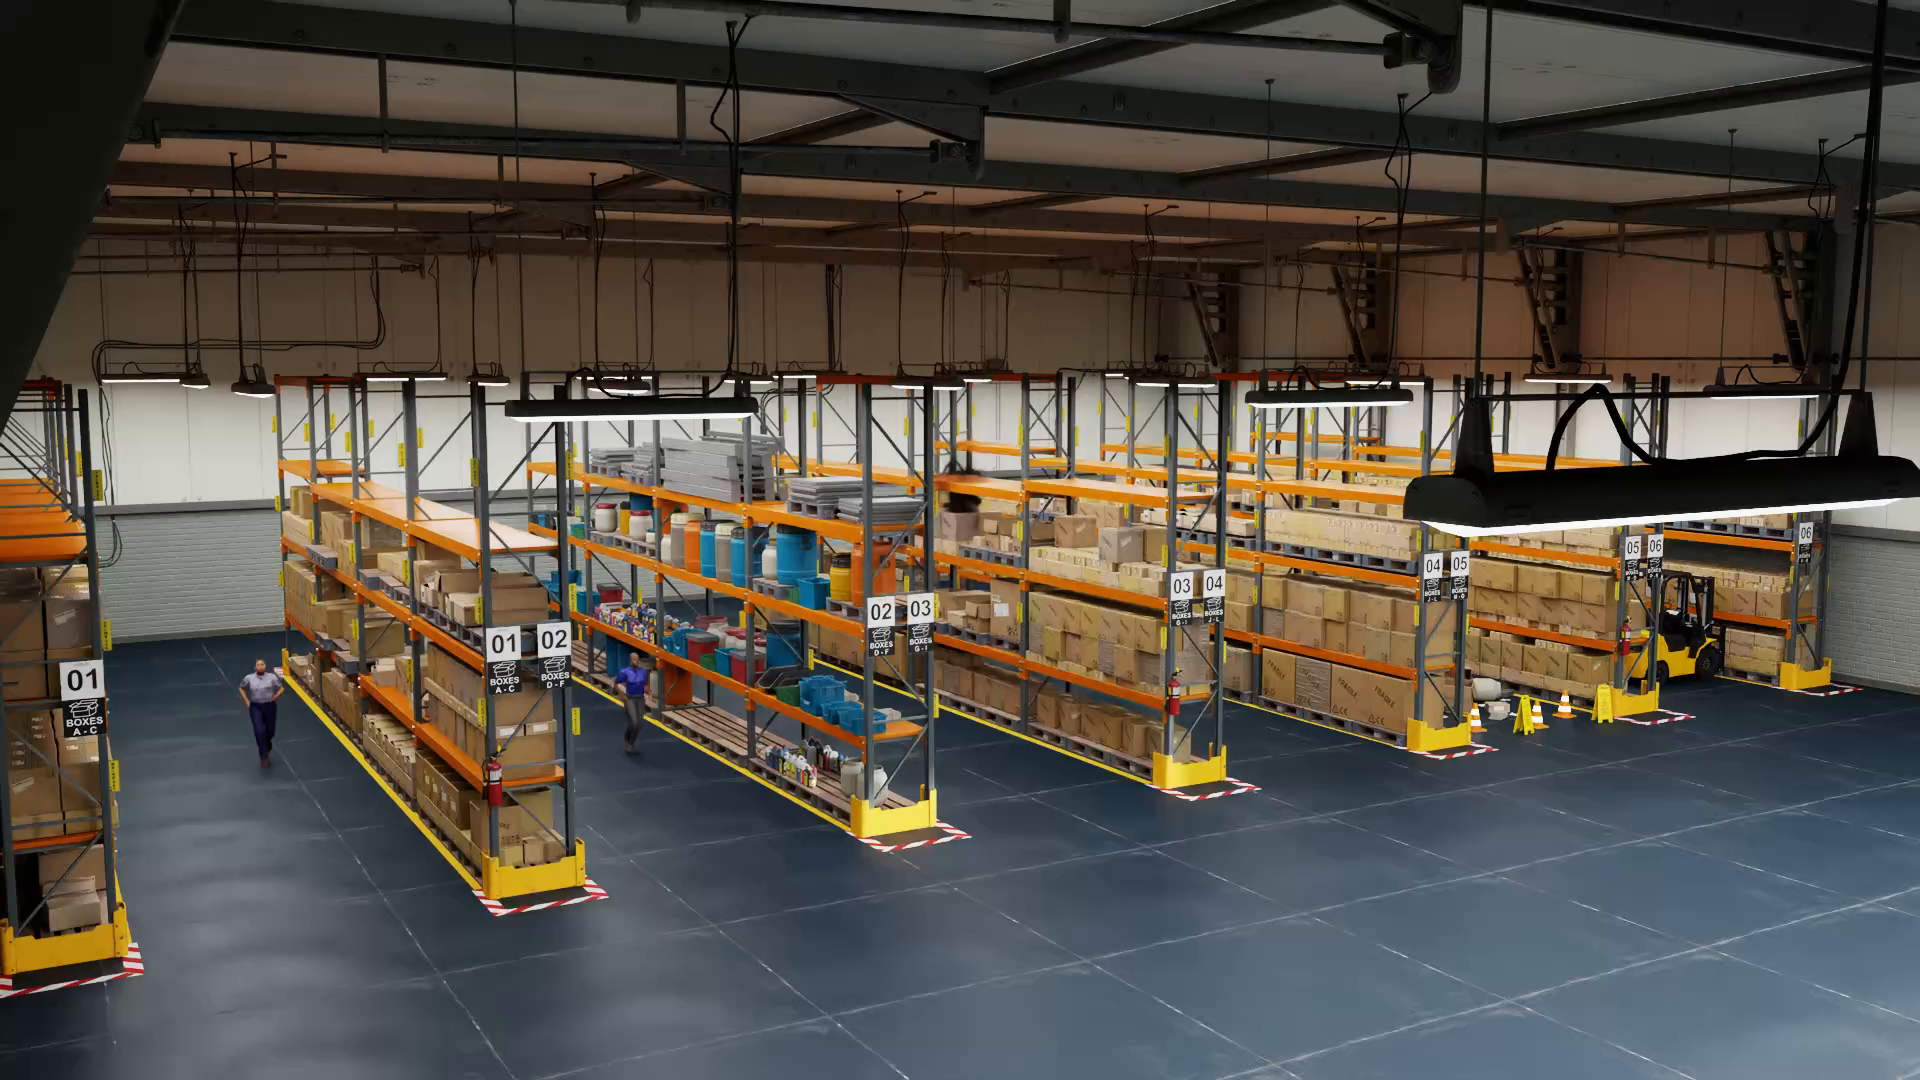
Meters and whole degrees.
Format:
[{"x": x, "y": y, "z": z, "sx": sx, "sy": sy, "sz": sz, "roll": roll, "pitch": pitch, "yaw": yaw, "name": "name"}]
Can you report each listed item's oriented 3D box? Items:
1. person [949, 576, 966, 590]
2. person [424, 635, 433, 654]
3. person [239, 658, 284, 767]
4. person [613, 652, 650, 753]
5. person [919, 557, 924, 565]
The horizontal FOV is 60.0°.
[{"x": 0.042, "y": 0.921, "z": 42.175, "sx": 0.677, "sy": 1.714, "sz": 0.629, "roll": 0, "pitch": 6, "yaw": 4, "name": "person"}, {"x": -10.729, "y": 1.826, "z": 33.346, "sx": 0.672, "sy": 1.807, "sz": 0.764, "roll": -6, "pitch": 9, "yaw": -44, "name": "person"}, {"x": -10.918, "y": 2.659, "z": 26.033, "sx": 0.648, "sy": 1.625, "sz": 0.899, "roll": -3, "pitch": 7, "yaw": -26, "name": "person"}, {"x": -5.198, "y": 2.609, "z": 26.596, "sx": 0.542, "sy": 1.619, "sz": 0.618, "roll": -5, "pitch": 8, "yaw": -38, "name": "person"}, {"x": -0.818, "y": 0.907, "z": 42.003, "sx": 0.747, "sy": 1.775, "sz": 0.678, "roll": -3, "pitch": 7, "yaw": -29, "name": "person"}]
